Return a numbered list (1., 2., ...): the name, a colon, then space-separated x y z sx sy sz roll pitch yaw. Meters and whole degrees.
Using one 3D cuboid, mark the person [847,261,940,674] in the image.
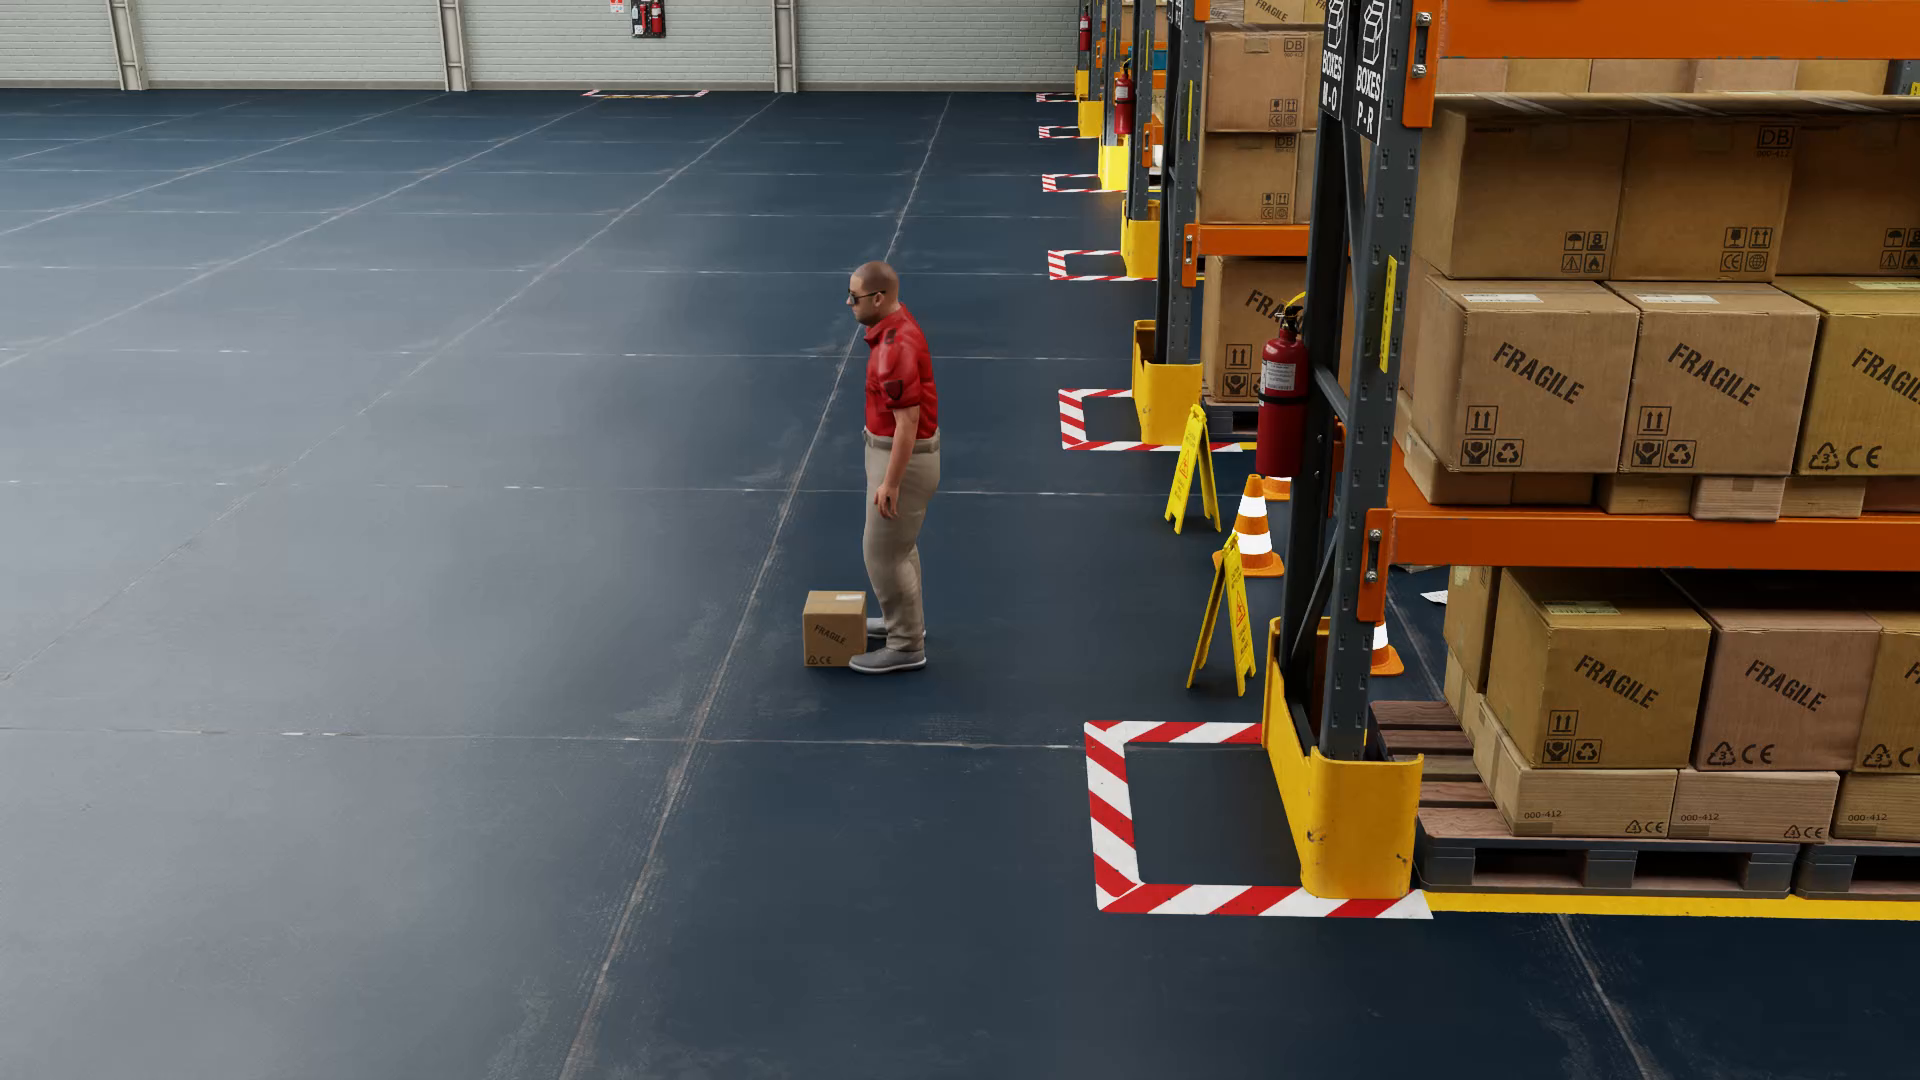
1. person: -0.279 -0.308 6.917 0.393 1.725 0.597 0 21 -1
